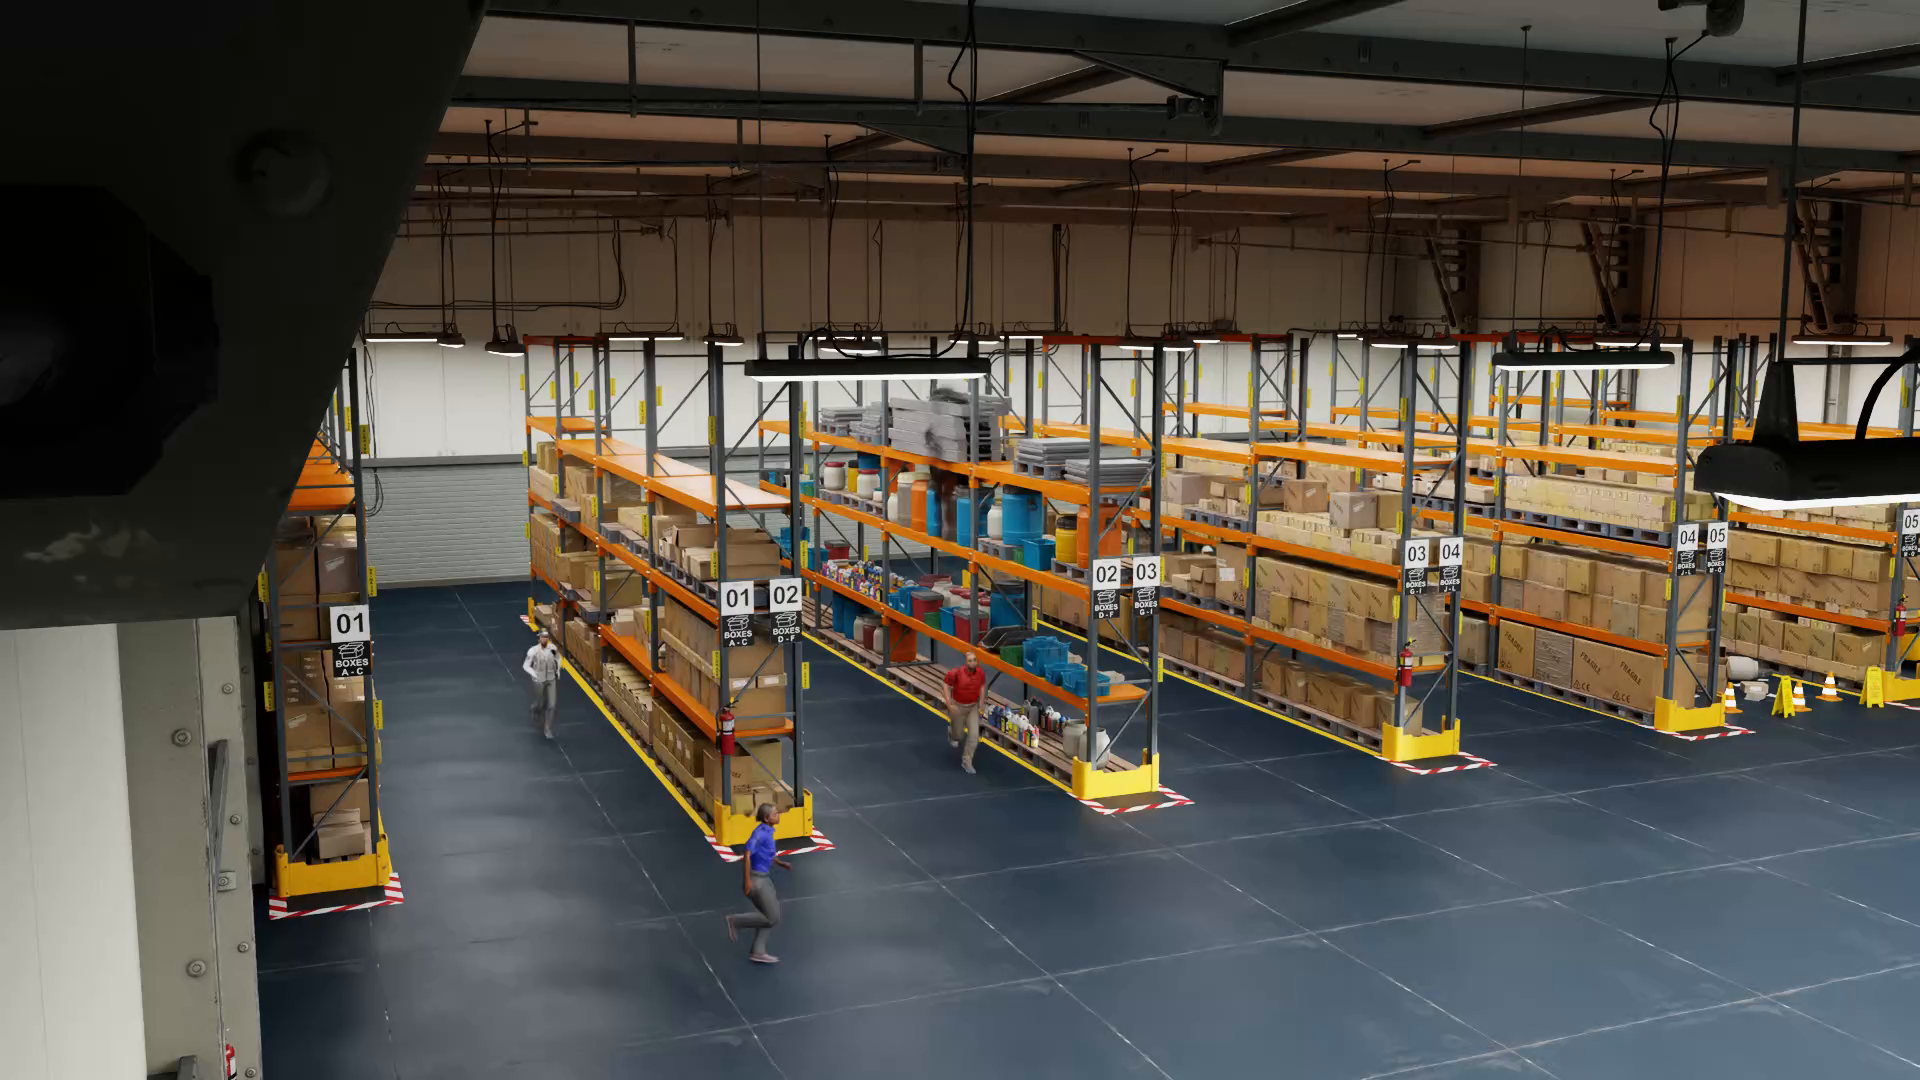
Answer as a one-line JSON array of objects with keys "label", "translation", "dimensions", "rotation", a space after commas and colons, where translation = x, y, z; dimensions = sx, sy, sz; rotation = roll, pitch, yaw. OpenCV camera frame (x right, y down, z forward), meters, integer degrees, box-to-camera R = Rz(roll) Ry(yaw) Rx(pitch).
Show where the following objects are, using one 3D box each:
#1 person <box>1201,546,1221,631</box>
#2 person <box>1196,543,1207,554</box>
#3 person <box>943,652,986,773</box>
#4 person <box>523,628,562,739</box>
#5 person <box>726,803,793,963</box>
[{"label": "person", "translation": [4.948, 1.005, 33.327], "dimensions": [0.690, 1.788, 0.912], "rotation": [-5, 9, -32]}, {"label": "person", "translation": [6.332, -0.348, 43.657], "dimensions": [0.633, 1.748, 0.595], "rotation": [7, 10, 41]}, {"label": "person", "translation": [0.058, 2.401, 23.573], "dimensions": [0.674, 1.719, 0.863], "rotation": [-3, 8, -19]}, {"label": "person", "translation": [-6.362, 2.156, 25.427], "dimensions": [0.625, 1.698, 0.761], "rotation": [-4, 9, -30]}, {"label": "person", "translation": [-1.977, 3.390, 16.403], "dimensions": [0.659, 1.610, 0.612], "rotation": [0, 8, -1]}]
